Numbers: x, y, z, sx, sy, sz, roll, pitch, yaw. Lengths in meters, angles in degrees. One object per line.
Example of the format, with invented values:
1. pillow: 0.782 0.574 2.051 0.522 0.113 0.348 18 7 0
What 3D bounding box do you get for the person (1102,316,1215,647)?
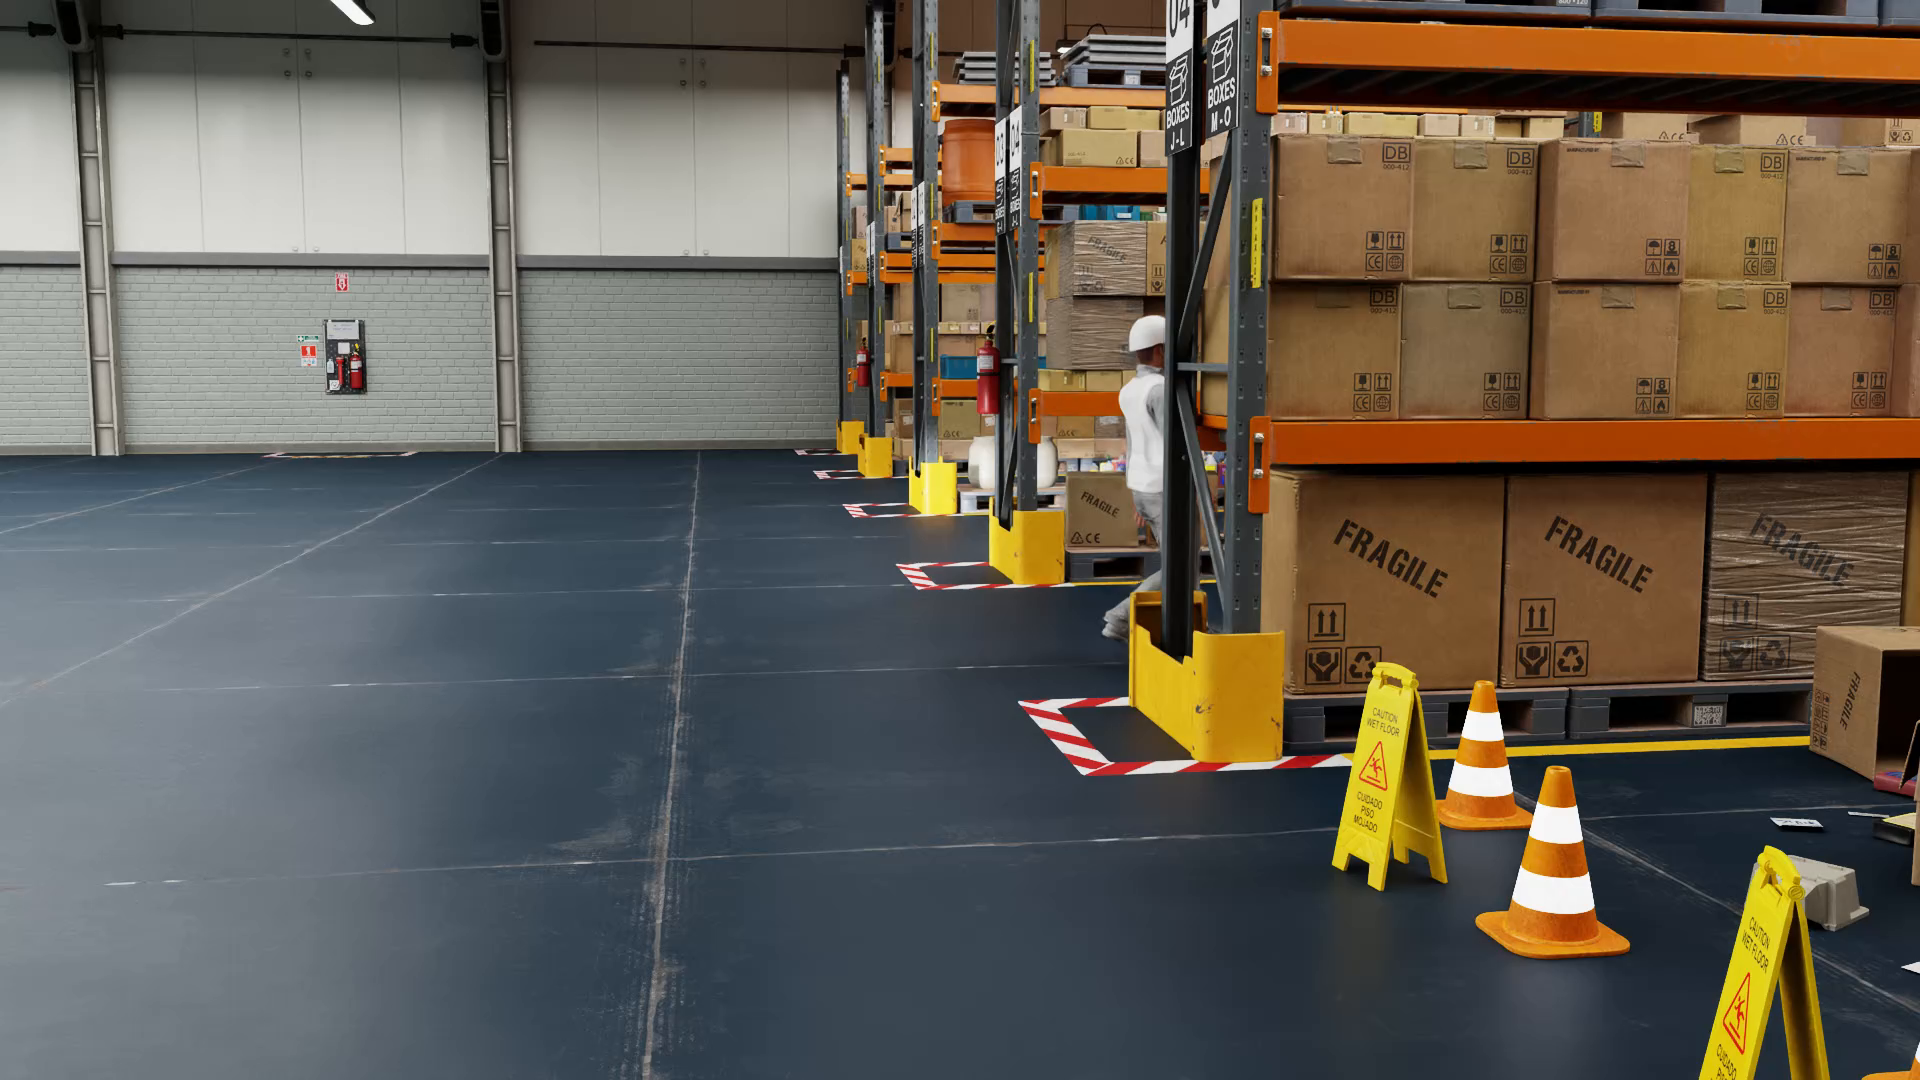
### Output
1. person: 1.086 -0.251 8.401 0.839 1.749 0.547 -2 7 -14
